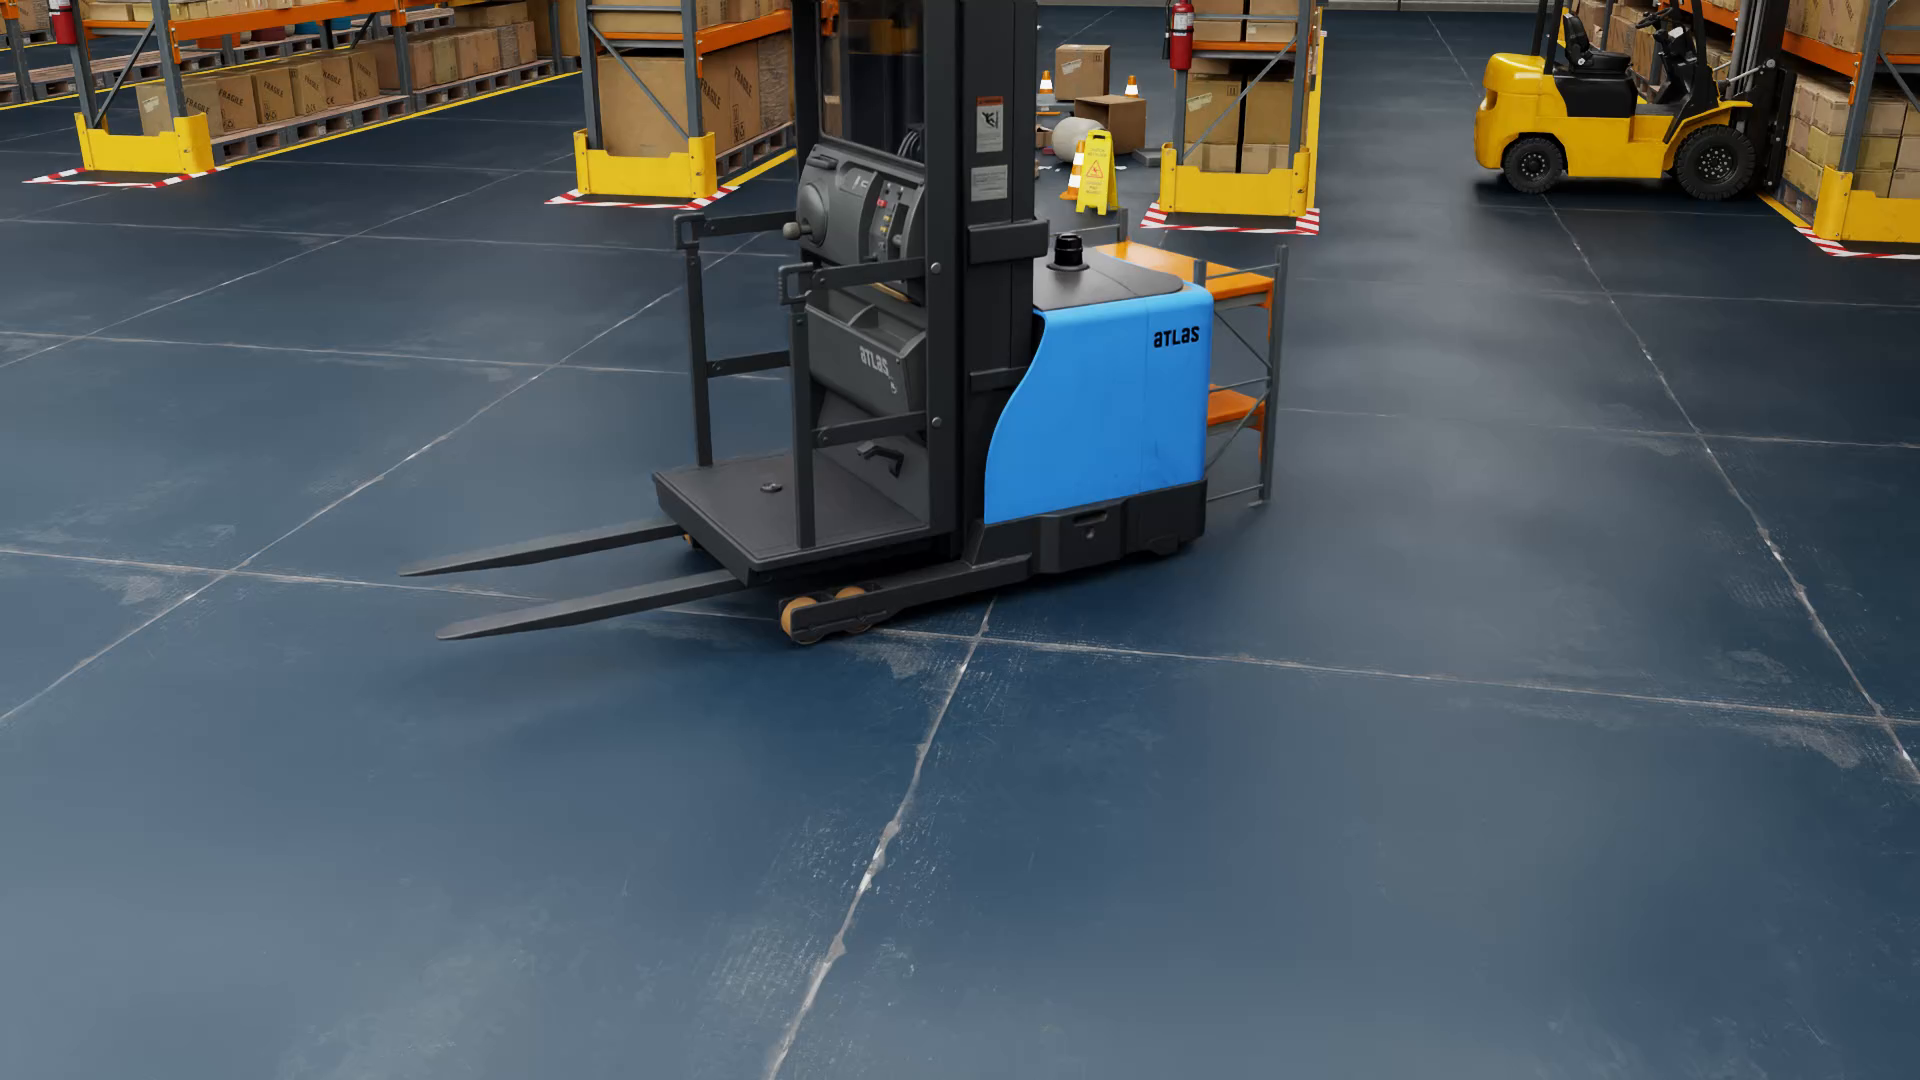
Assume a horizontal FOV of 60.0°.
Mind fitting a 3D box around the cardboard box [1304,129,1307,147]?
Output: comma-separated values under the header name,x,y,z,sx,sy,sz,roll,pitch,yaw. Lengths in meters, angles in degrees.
name,x,y,z,sx,sy,sz,roll,pitch,yaw
cardboard box,2.744,-3.420,14.449,0.500,0.250,0.500,5,23,13

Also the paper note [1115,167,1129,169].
name,x,y,z,sx,sy,sz,roll,pitch,yaw
paper note,1.476,-3.449,15.376,0.142,0.019,0.148,-3,22,-8

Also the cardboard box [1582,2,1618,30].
name,x,y,z,sx,sy,sz,roll,pitch,yaw
cardboard box,9.686,-7.839,25.086,0.500,0.500,0.500,5,22,12

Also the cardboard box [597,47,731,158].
name,x,y,z,sx,sy,sz,roll,pitch,yaw
cardboard box,-2.596,-3.843,14.663,0.875,0.875,0.875,5,22,11

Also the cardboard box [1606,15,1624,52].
name,x,y,z,sx,sy,sz,roll,pitch,yaw
cardboard box,9.187,-6.928,22.824,0.500,0.500,0.500,5,23,13

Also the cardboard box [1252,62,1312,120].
name,x,y,z,sx,sy,sz,roll,pitch,yaw
cardboard box,2.849,-3.965,14.798,0.500,0.500,0.500,5,22,12

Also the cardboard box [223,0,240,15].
name,x,y,z,sx,sy,sz,roll,pitch,yaw
cardboard box,-7.047,-5.039,15.686,0.380,0.149,0.250,4,22,11

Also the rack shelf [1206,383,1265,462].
name,x,y,z,sx,sy,sz,roll,pitch,yaw
rack shelf,0.851,-0.568,7.414,0.538,0.278,1.000,-15,26,-32

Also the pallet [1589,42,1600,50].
name,x,y,z,sx,sy,sz,roll,pitch,yaw
pallet,9.647,-7.010,23.977,1.003,0.211,1.213,4,22,11

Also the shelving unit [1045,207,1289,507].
name,x,y,z,sx,sy,sz,roll,pitch,yaw
shelving unit,0.851,-0.795,7.322,0.538,1.125,1.048,-15,26,-32

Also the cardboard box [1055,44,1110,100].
name,x,y,z,sx,sy,sz,roll,pitch,yaw
cardboard box,1.265,-4.820,17.139,0.500,0.500,0.500,4,22,11

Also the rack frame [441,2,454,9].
name,x,y,z,sx,sy,sz,roll,pitch,yaw
rack frame,-9.088,-11.025,30.214,1.000,3.000,0.127,4,22,11

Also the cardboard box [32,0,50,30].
name,x,y,z,sx,sy,sz,roll,pitch,yaw
cardboard box,-14.785,-8.420,26.502,0.500,0.500,0.500,5,22,12

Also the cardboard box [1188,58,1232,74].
name,x,y,z,sx,sy,sz,roll,pitch,yaw
cardboard box,2.114,-4.061,14.168,0.380,0.149,0.250,5,22,12

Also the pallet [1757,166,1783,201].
name,x,y,z,sx,sy,sz,roll,pitch,yaw
pallet,7.423,-3.098,14.263,1.003,0.211,1.213,4,22,11

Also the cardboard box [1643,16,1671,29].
name,x,y,z,sx,sy,sz,roll,pitch,yaw
cardboard box,8.813,-6.505,20.906,0.380,0.149,0.250,4,22,10

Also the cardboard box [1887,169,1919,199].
name,x,y,z,sx,sy,sz,roll,pitch,yaw
cardboard box,7.349,-2.748,12.780,0.500,0.250,0.500,5,22,11

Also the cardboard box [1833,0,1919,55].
name,x,y,z,sx,sy,sz,roll,pitch,yaw
cardboard box,6.900,-3.910,12.413,0.500,0.500,0.500,4,22,10

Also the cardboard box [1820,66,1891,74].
name,x,y,z,sx,sy,sz,roll,pitch,yaw
cardboard box,7.757,-3.945,14.413,0.500,0.250,0.500,5,22,11

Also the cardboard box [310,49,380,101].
name,x,y,z,sx,sy,sz,roll,pitch,yaw
cardboard box,-6.809,-5.151,18.412,0.500,0.500,0.500,4,22,9

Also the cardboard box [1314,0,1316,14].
name,x,y,z,sx,sy,sz,roll,pitch,yaw
cardboard box,2.668,-4.567,13.646,0.500,0.500,0.500,5,23,13

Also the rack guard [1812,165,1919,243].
name,x,y,z,sx,sy,sz,roll,pitch,yaw
rack guard,7.052,-2.495,12.380,1.175,0.500,0.348,4,22,11

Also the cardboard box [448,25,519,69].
name,x,y,z,sx,sy,sz,roll,pitch,yaw
cardboard box,-6.090,-6.316,21.278,0.700,0.500,0.500,3,22,6

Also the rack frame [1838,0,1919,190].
name,x,y,z,sx,sy,sz,roll,pitch,yaw
rack frame,7.057,-3.664,11.935,1.000,3.000,0.127,4,22,11

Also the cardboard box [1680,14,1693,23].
name,x,y,z,sx,sy,sz,roll,pitch,yaw
cardboard box,9.313,-6.570,21.066,0.380,0.149,0.250,5,22,11

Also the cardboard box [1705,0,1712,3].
name,x,y,z,sx,sy,sz,roll,pitch,yaw
cardboard box,7.948,-5.625,17.005,0.500,0.250,0.500,5,22,11

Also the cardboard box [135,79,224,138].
name,x,y,z,sx,sy,sz,roll,pitch,yaw
cardboard box,-7.361,-4.059,15.700,0.500,0.500,0.500,9,24,21

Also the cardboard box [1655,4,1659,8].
name,x,y,z,sx,sy,sz,roll,pitch,yaw
cardboard box,9.713,-7.232,22.711,0.380,0.149,0.250,4,22,9

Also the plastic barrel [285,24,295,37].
name,x,y,z,sx,sy,sz,roll,pitch,yaw
plastic barrel,-10.379,-7.947,25.338,0.421,0.512,0.421,0,22,0

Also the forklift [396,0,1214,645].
name,x,y,z,sx,sy,sz,roll,pitch,yaw
forklift,-0.548,-1.212,5.939,3.031,2.935,1.130,-12,25,-27

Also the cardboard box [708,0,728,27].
name,x,y,z,sx,sy,sz,roll,pitch,yaw
cardboard box,-2.547,-4.793,14.538,0.875,0.550,0.550,4,22,11

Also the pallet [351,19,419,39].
name,x,y,z,sx,sy,sz,roll,pitch,yaw
pallet,-9.793,-8.541,27.778,1.003,0.211,1.213,4,22,11

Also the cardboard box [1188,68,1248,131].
name,x,y,z,sx,sy,sz,roll,pitch,yaw
cardboard box,2.208,-3.812,14.418,0.500,0.500,0.500,5,23,13

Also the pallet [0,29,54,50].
name,x,y,z,sx,sy,sz,roll,pitch,yaw
pallet,-15.129,-7.900,26.187,1.003,0.211,1.213,4,22,11

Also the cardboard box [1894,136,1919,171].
name,x,y,z,sx,sy,sz,roll,pitch,yaw
cardboard box,7.356,-2.971,12.665,0.500,0.250,0.500,5,22,12

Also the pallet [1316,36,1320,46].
name,x,y,z,sx,sy,sz,roll,pitch,yaw
pallet,4.877,-7.408,24.965,1.003,0.211,1.213,4,22,11

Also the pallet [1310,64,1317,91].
name,x,y,z,sx,sy,sz,roll,pitch,yaw
pallet,4.064,-5.956,21.359,1.003,0.211,1.213,4,22,11

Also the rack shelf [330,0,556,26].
name,x,y,z,sx,sy,sz,roll,pitch,yaw
rack shelf,-6.280,-6.657,20.330,1.077,0.370,4.000,4,22,11

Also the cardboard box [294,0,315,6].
name,x,y,z,sx,sy,sz,roll,pitch,yaw
cardboard box,-6.765,-5.494,16.816,0.380,0.149,0.250,4,22,11

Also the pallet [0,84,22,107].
name,x,y,z,sx,sy,sz,roll,pitch,yaw
pallet,-11.715,-5.101,19.236,1.003,0.211,1.213,4,22,11

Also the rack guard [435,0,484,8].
name,x,y,z,sx,sy,sz,roll,pitch,yaw
rack guard,-9.096,-9.876,30.705,1.175,0.500,0.348,4,22,11

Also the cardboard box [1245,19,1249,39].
name,x,y,z,sx,sy,sz,roll,pitch,yaw
cardboard box,2.506,-4.126,13.420,0.380,0.149,0.250,5,22,12

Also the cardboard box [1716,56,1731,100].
name,x,y,z,sx,sy,sz,roll,pitch,yaw
cardboard box,7.969,-4.412,16.409,0.875,0.625,0.625,5,23,13

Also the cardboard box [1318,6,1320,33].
name,x,y,z,sx,sy,sz,roll,pitch,yaw
cardboard box,5.061,-7.985,25.532,0.875,0.438,0.875,4,22,9

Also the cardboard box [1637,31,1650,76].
name,x,y,z,sx,sy,sz,roll,pitch,yaw
cardboard box,8.678,-5.978,20.466,0.500,0.500,0.500,4,22,10

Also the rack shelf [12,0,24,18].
name,x,y,z,sx,sy,sz,roll,pitch,yaw
rack shelf,-11.129,-7.034,21.268,1.077,0.370,4.000,4,22,11

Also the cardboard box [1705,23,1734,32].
name,x,y,z,sx,sy,sz,roll,pitch,yaw
cardboard box,9.101,-6.093,19.882,0.380,0.149,0.250,6,23,14

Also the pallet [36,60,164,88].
name,x,y,z,sx,sy,sz,roll,pitch,yaw
pallet,-11.168,-6.081,21.670,1.003,0.211,1.213,4,22,11

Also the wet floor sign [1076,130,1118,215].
name,x,y,z,sx,sy,sz,roll,pitch,yaw
wet floor sign,1.111,-2.961,13.341,0.267,0.644,0.232,13,25,29

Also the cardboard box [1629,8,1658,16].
name,x,y,z,sx,sy,sz,roll,pitch,yaw
cardboard box,9.107,-6.974,22.071,0.380,0.149,0.250,4,22,10

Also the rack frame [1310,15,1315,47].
name,x,y,z,sx,sy,sz,roll,pitch,yaw
rack frame,3.829,-6.966,20.136,1.000,3.000,0.127,4,22,11

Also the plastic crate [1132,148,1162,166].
name,x,y,z,sx,sy,sz,roll,pitch,yaw
plastic crate,1.890,-3.638,15.779,0.402,0.080,0.583,-3,22,-8

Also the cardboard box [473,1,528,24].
name,x,y,z,sx,sy,sz,roll,pitch,yaw
cardboard box,-5.979,-6.867,21.642,0.500,0.250,0.500,5,23,13

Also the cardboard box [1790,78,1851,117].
name,x,y,z,sx,sy,sz,roll,pitch,yaw
cardboard box,7.037,-3.612,13.586,0.500,0.250,0.500,5,22,12
